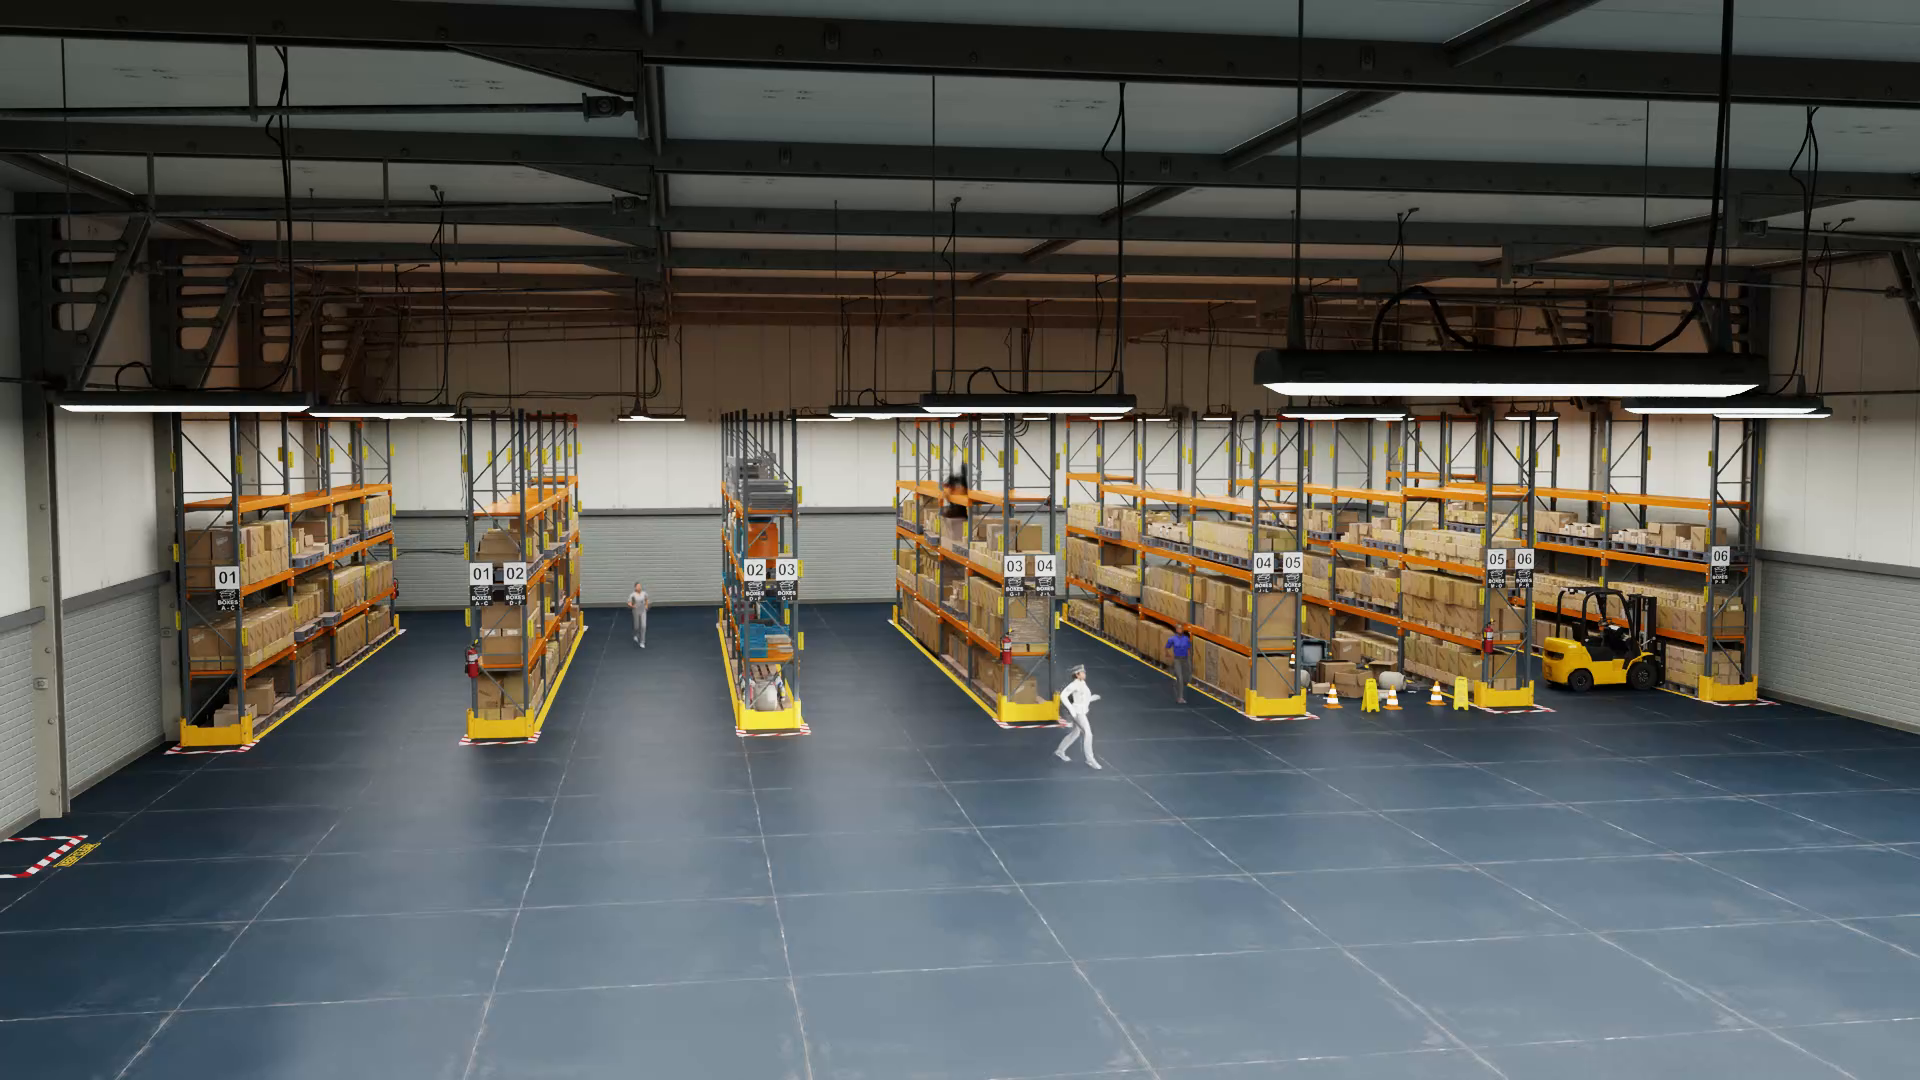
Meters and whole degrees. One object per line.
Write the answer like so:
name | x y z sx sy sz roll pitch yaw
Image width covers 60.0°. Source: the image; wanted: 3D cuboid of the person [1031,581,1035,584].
person | 1.815 1.582 48.251 0.752 1.606 0.622 2 4 22

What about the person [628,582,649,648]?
person | -8.260 1.912 42.800 0.568 1.673 0.922 -2 4 -21

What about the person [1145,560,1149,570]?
person | 5.653 1.380 50.261 0.748 1.618 0.529 -1 4 -17

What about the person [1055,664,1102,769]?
person | 1.984 2.930 27.738 0.837 1.722 0.593 1 4 19

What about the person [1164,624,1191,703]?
person | 4.508 2.530 34.296 0.580 1.597 0.685 -1 4 -16
